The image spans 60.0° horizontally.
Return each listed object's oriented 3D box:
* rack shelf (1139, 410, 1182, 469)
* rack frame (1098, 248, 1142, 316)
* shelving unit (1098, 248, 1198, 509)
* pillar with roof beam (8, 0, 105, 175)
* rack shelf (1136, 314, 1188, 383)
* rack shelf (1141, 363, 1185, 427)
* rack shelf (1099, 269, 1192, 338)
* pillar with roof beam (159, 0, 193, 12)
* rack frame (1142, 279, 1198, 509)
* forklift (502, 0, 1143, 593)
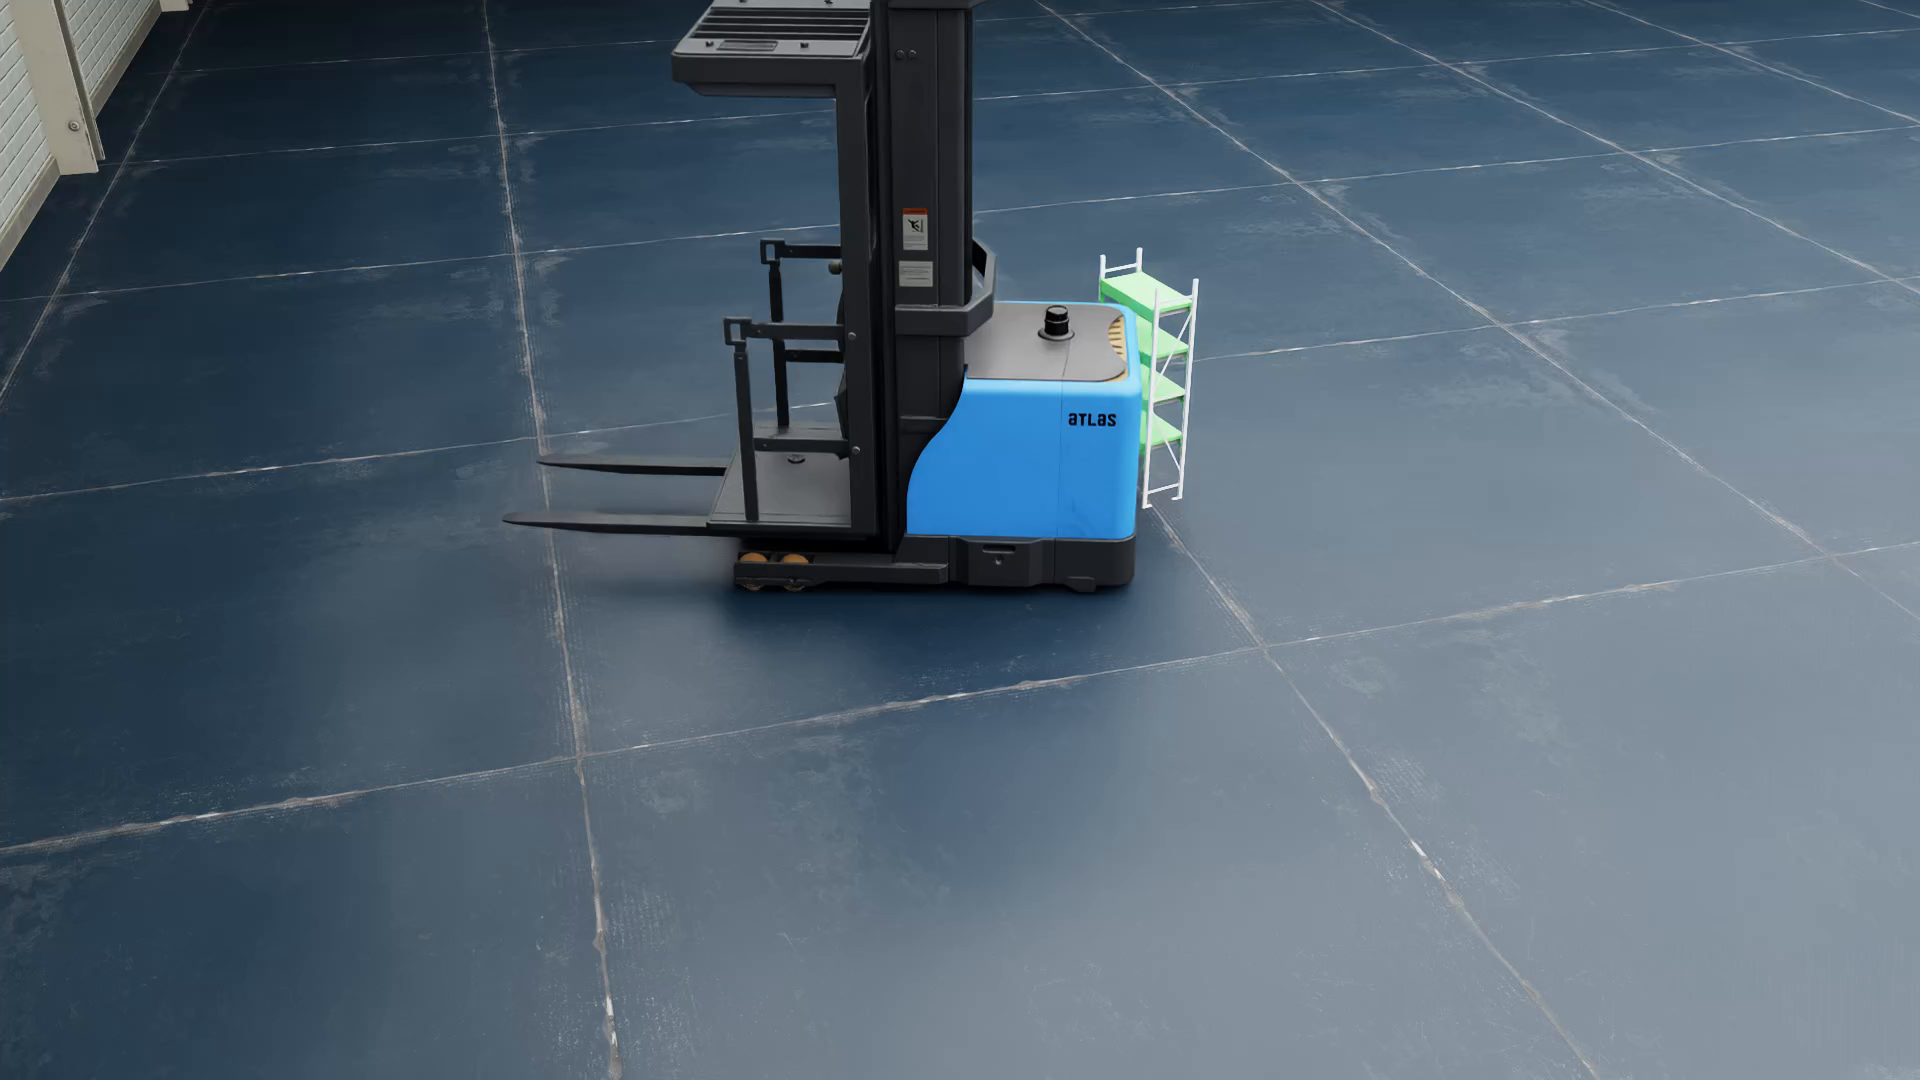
[{"bbox_3d":[0.926,-0.556,8.619,0.258,0.148,0.480,-15,33,-24],"label":"rack shelf"},{"bbox_3d":[0.810,-0.926,8.653,0.240,1.200,0.015,-15,33,-24],"label":"rack frame"},{"bbox_3d":[0.926,-0.819,8.467,0.258,1.200,0.503,-15,33,-24],"label":"shelving unit"},{"bbox_3d":[-2.978,-7.495,12.217,9.100,9.000,0.400,-8,31,-13],"label":"pillar with roof beam"},{"bbox_3d":[0.926,-0.971,8.378,0.258,0.148,0.480,-15,33,-24],"label":"rack shelf"},{"bbox_3d":[0.926,-0.763,8.499,0.258,0.148,0.480,-15,33,-24],"label":"rack shelf"},{"bbox_3d":[0.926,-1.179,8.258,0.258,0.148,0.480,-15,33,-24],"label":"rack shelf"},{"bbox_3d":[-4.570,-10.393,17.223,9.100,9.000,0.400,-8,31,-13],"label":"pillar with roof beam"},{"bbox_3d":[1.041,-0.711,8.281,0.240,1.200,0.015,-15,33,-24],"label":"rack frame"},{"bbox_3d":[-0.669,-1.295,7.562,3.031,2.935,1.130,2,30,3],"label":"forklift"}]
